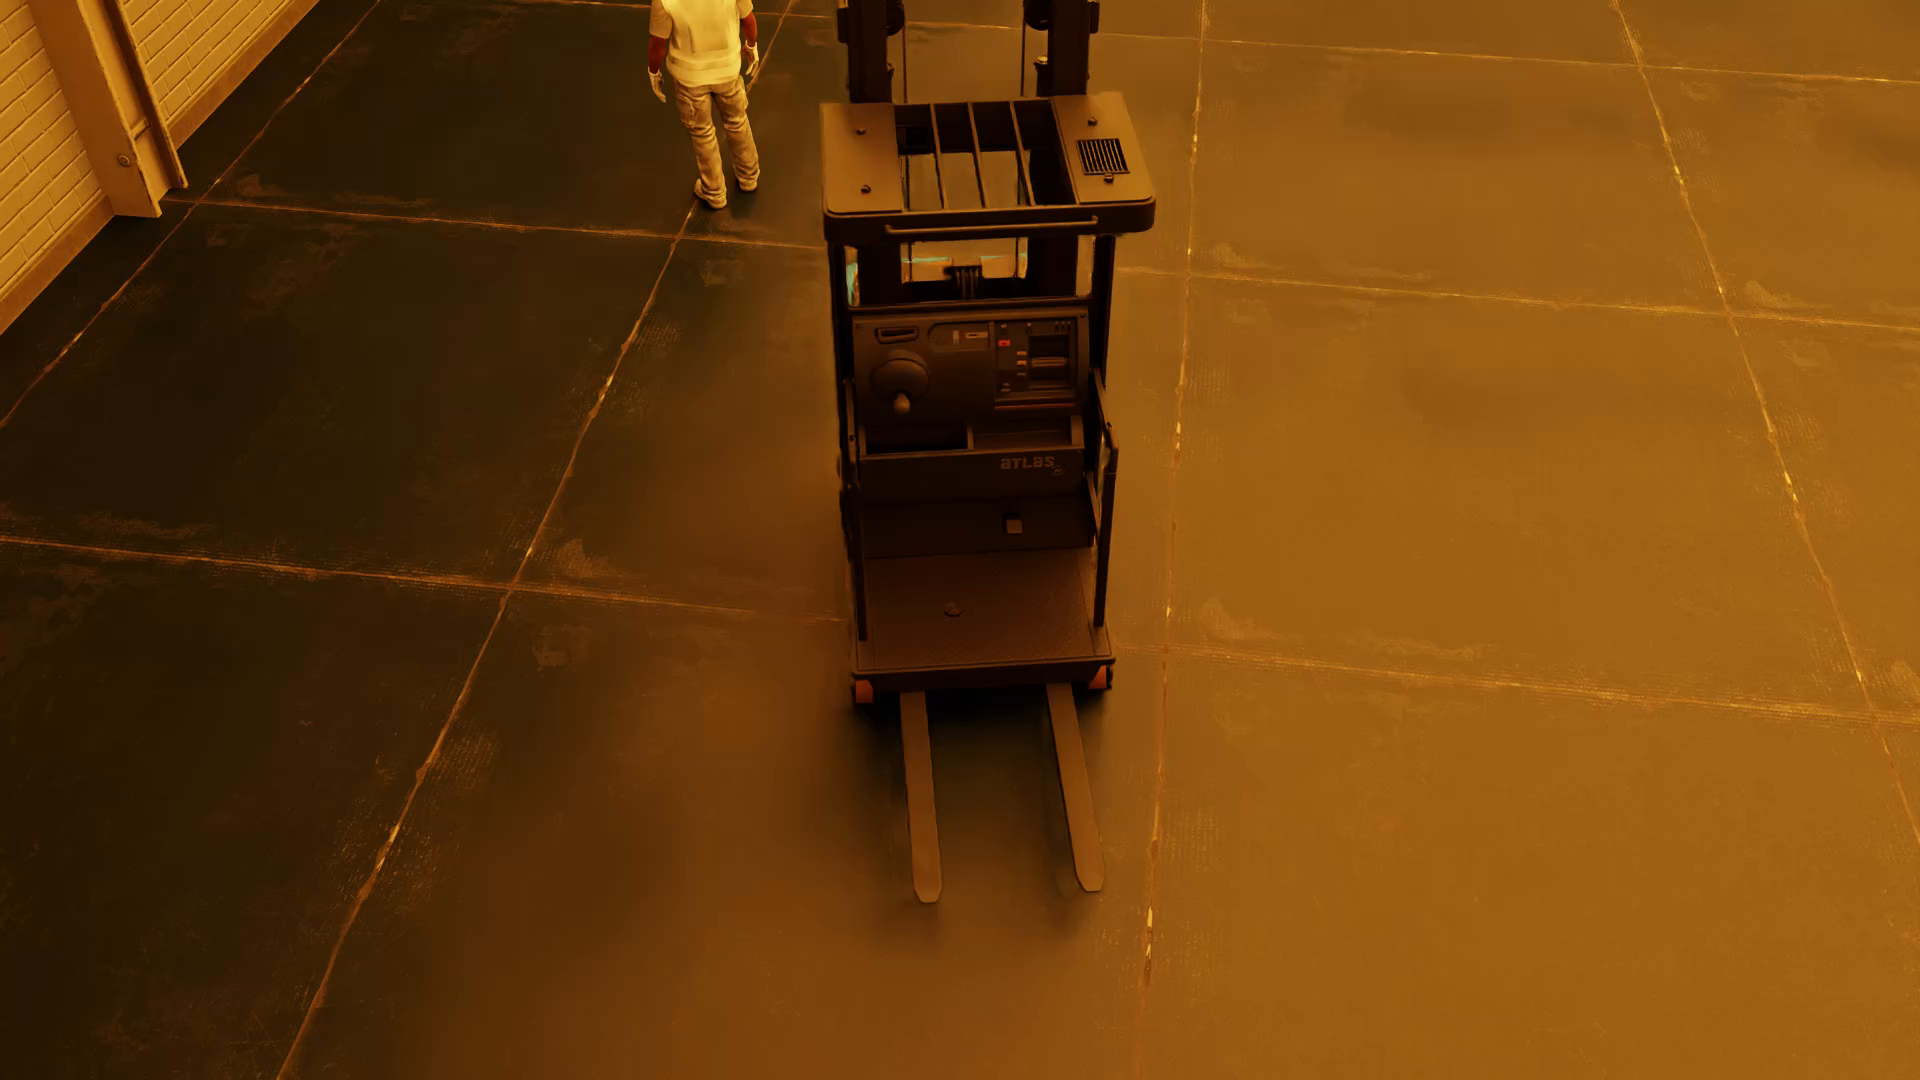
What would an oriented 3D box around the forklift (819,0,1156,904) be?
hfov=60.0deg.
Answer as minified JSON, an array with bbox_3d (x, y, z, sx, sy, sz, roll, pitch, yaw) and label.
[{"bbox_3d":[0.065,-0.620,6.399,1.130,2.935,3.031,-3,43,-3],"label":"forklift"}]

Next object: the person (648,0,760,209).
[{"bbox_3d":[-1.484,-2.743,9.549,0.655,1.782,0.577,-17,45,-18],"label":"person"}]
